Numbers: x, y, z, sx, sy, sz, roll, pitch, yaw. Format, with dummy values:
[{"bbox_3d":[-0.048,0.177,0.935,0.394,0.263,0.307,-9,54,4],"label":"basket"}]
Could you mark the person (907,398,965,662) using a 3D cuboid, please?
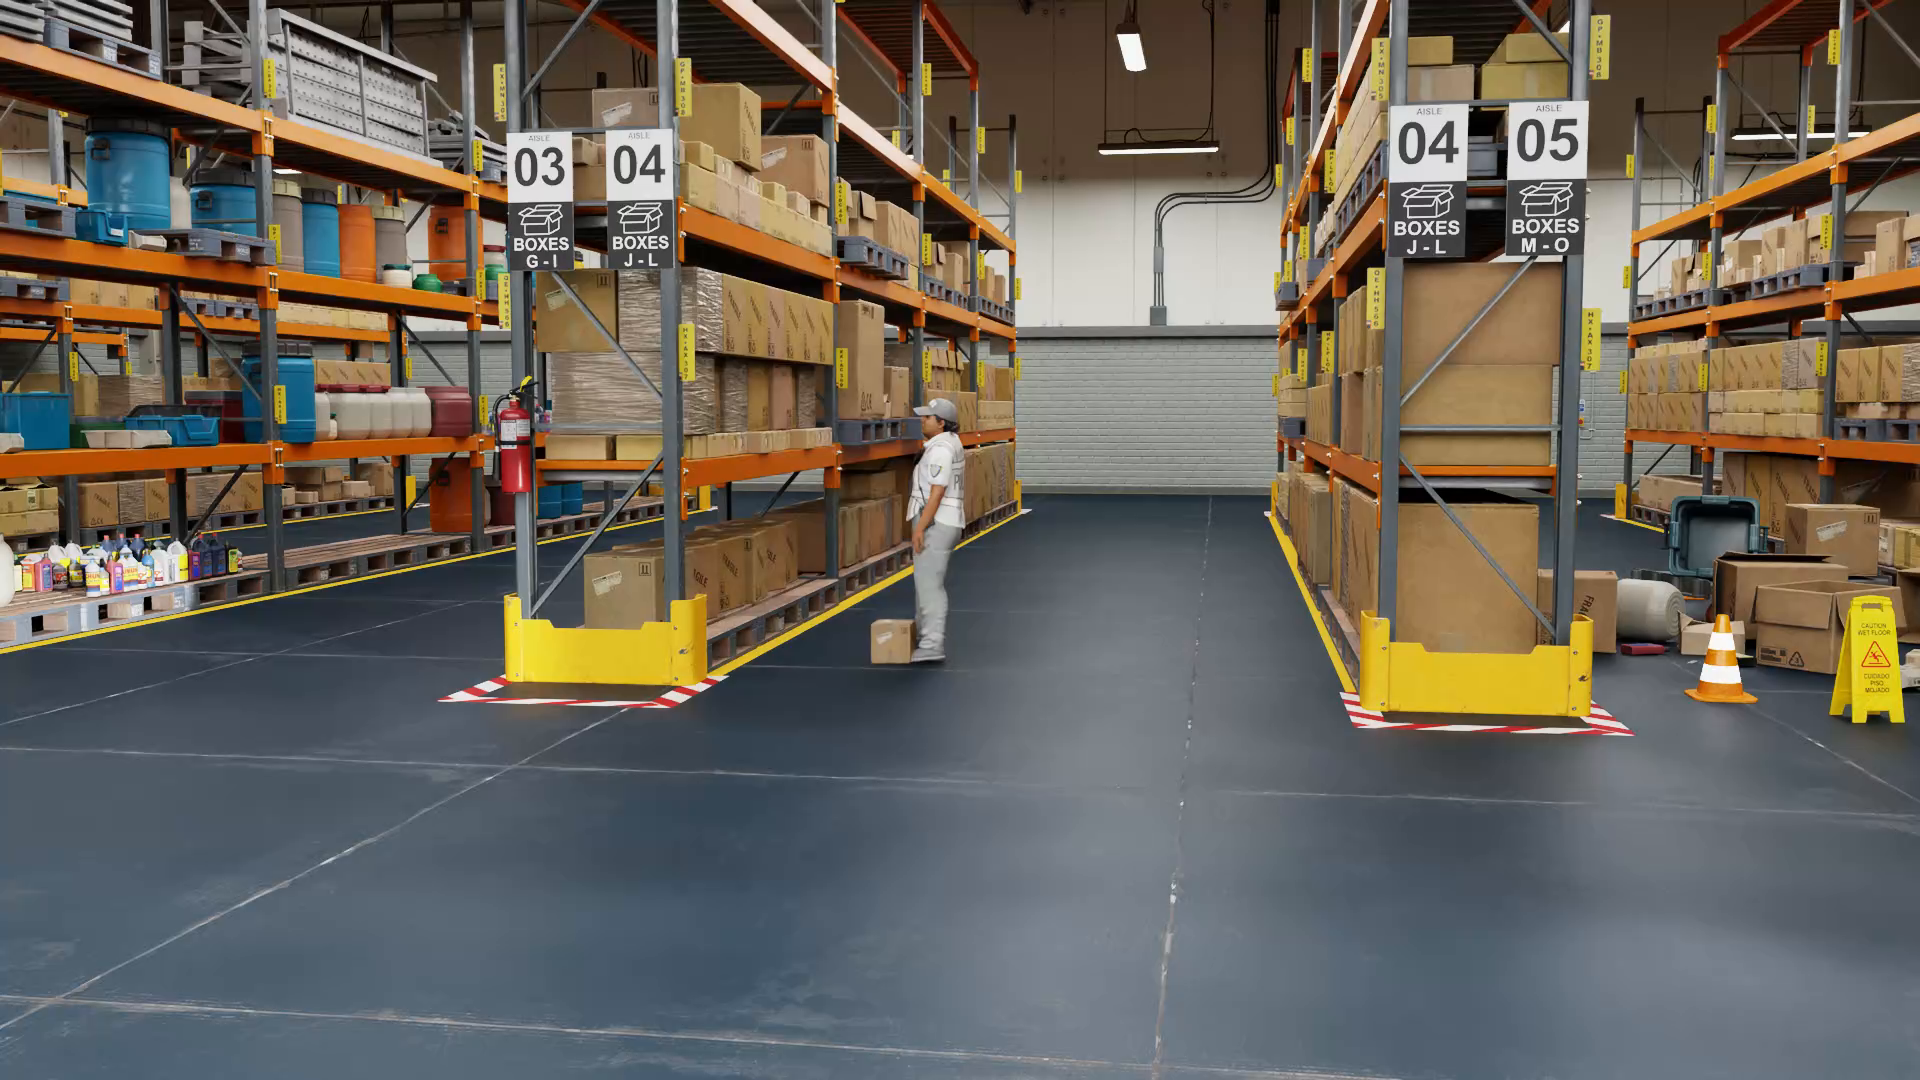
[{"bbox_3d":[-0.233,-0.067,10.589,0.526,1.669,0.595,1,5,9],"label":"person"}]
